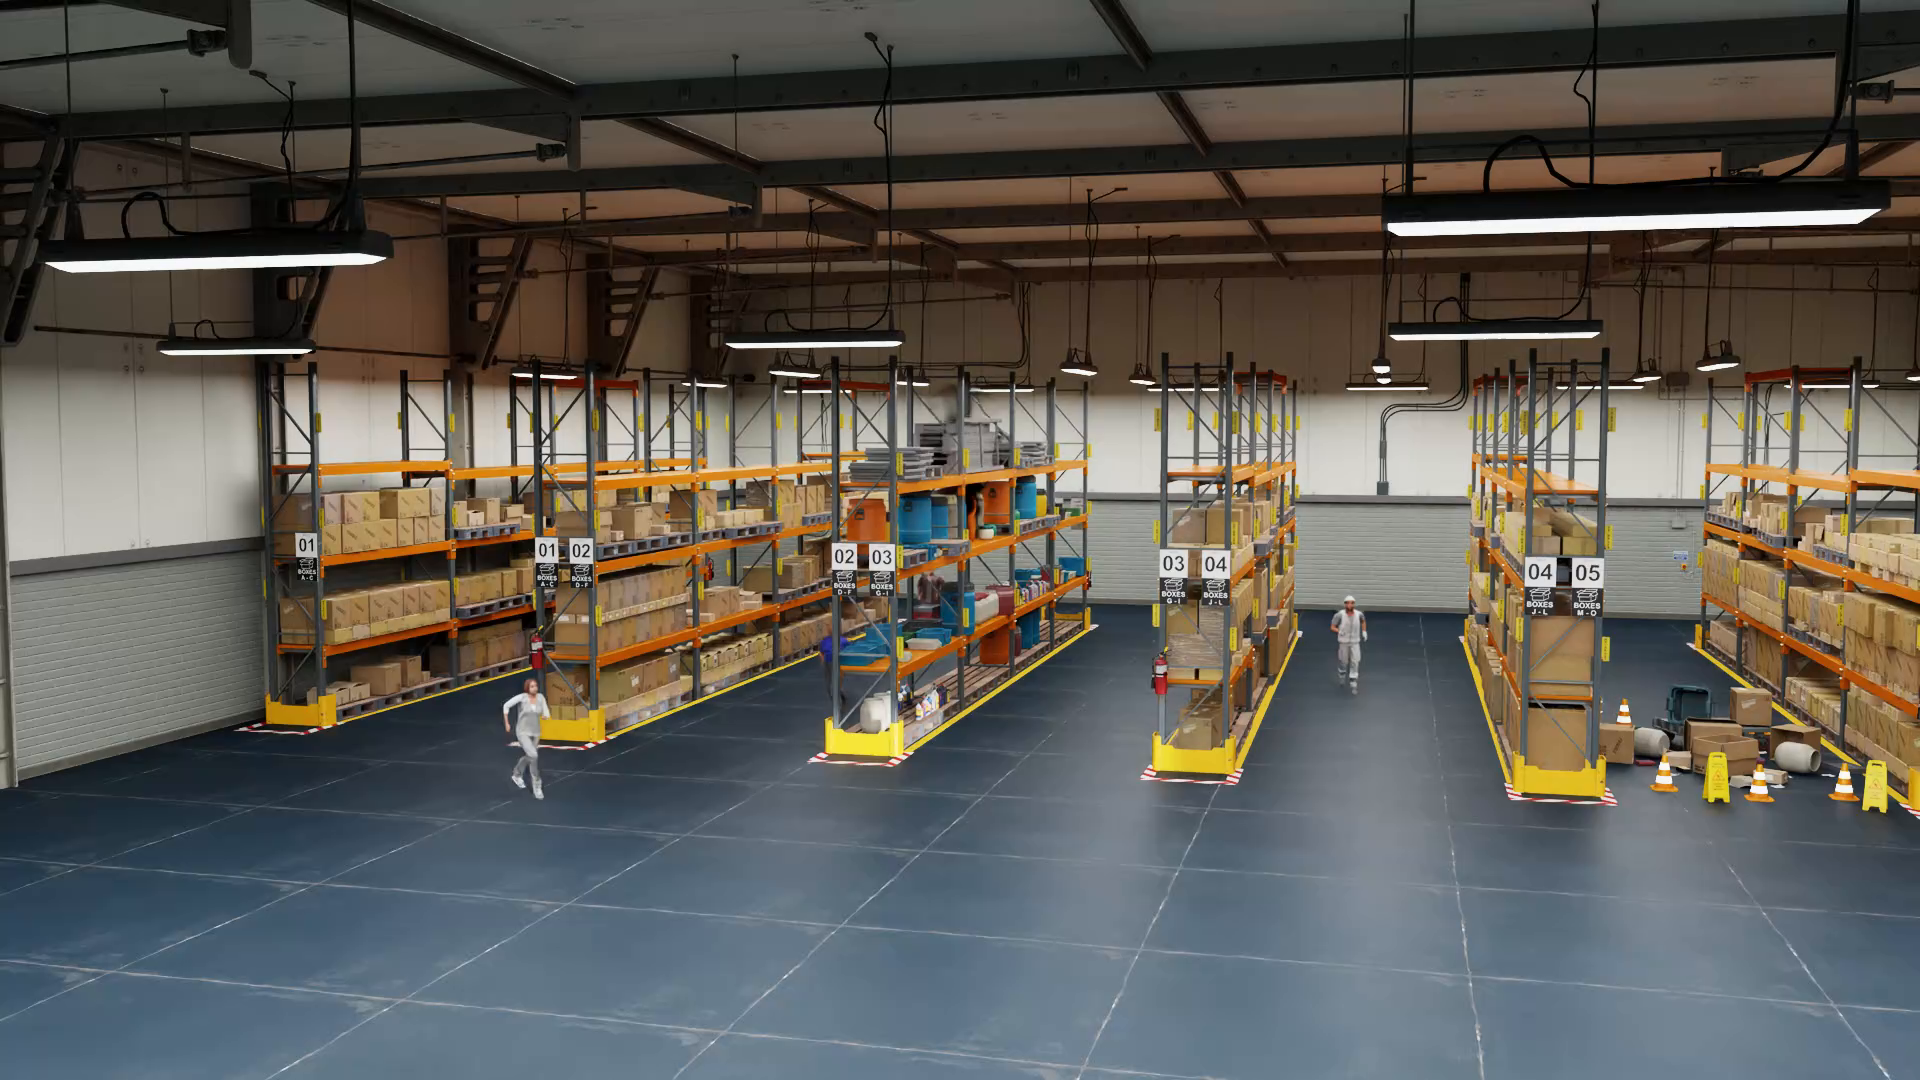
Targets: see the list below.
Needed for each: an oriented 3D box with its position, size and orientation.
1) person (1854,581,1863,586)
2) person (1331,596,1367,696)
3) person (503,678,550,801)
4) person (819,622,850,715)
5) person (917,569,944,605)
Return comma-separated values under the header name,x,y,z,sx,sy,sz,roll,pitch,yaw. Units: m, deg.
name,x,y,z,sx,sy,sz,roll,pitch,yaw
person,18.523,1.731,34.414,0.601,1.745,0.752,-1,4,-9
person,7.219,1.925,30.849,0.677,1.796,0.972,0,4,3
person,-5.810,2.641,22.321,0.556,1.626,0.804,-3,5,-40
person,-2.150,2.201,28.317,0.551,1.611,0.656,2,4,21
person,-0.680,1.441,38.368,0.711,1.765,0.880,1,4,14
